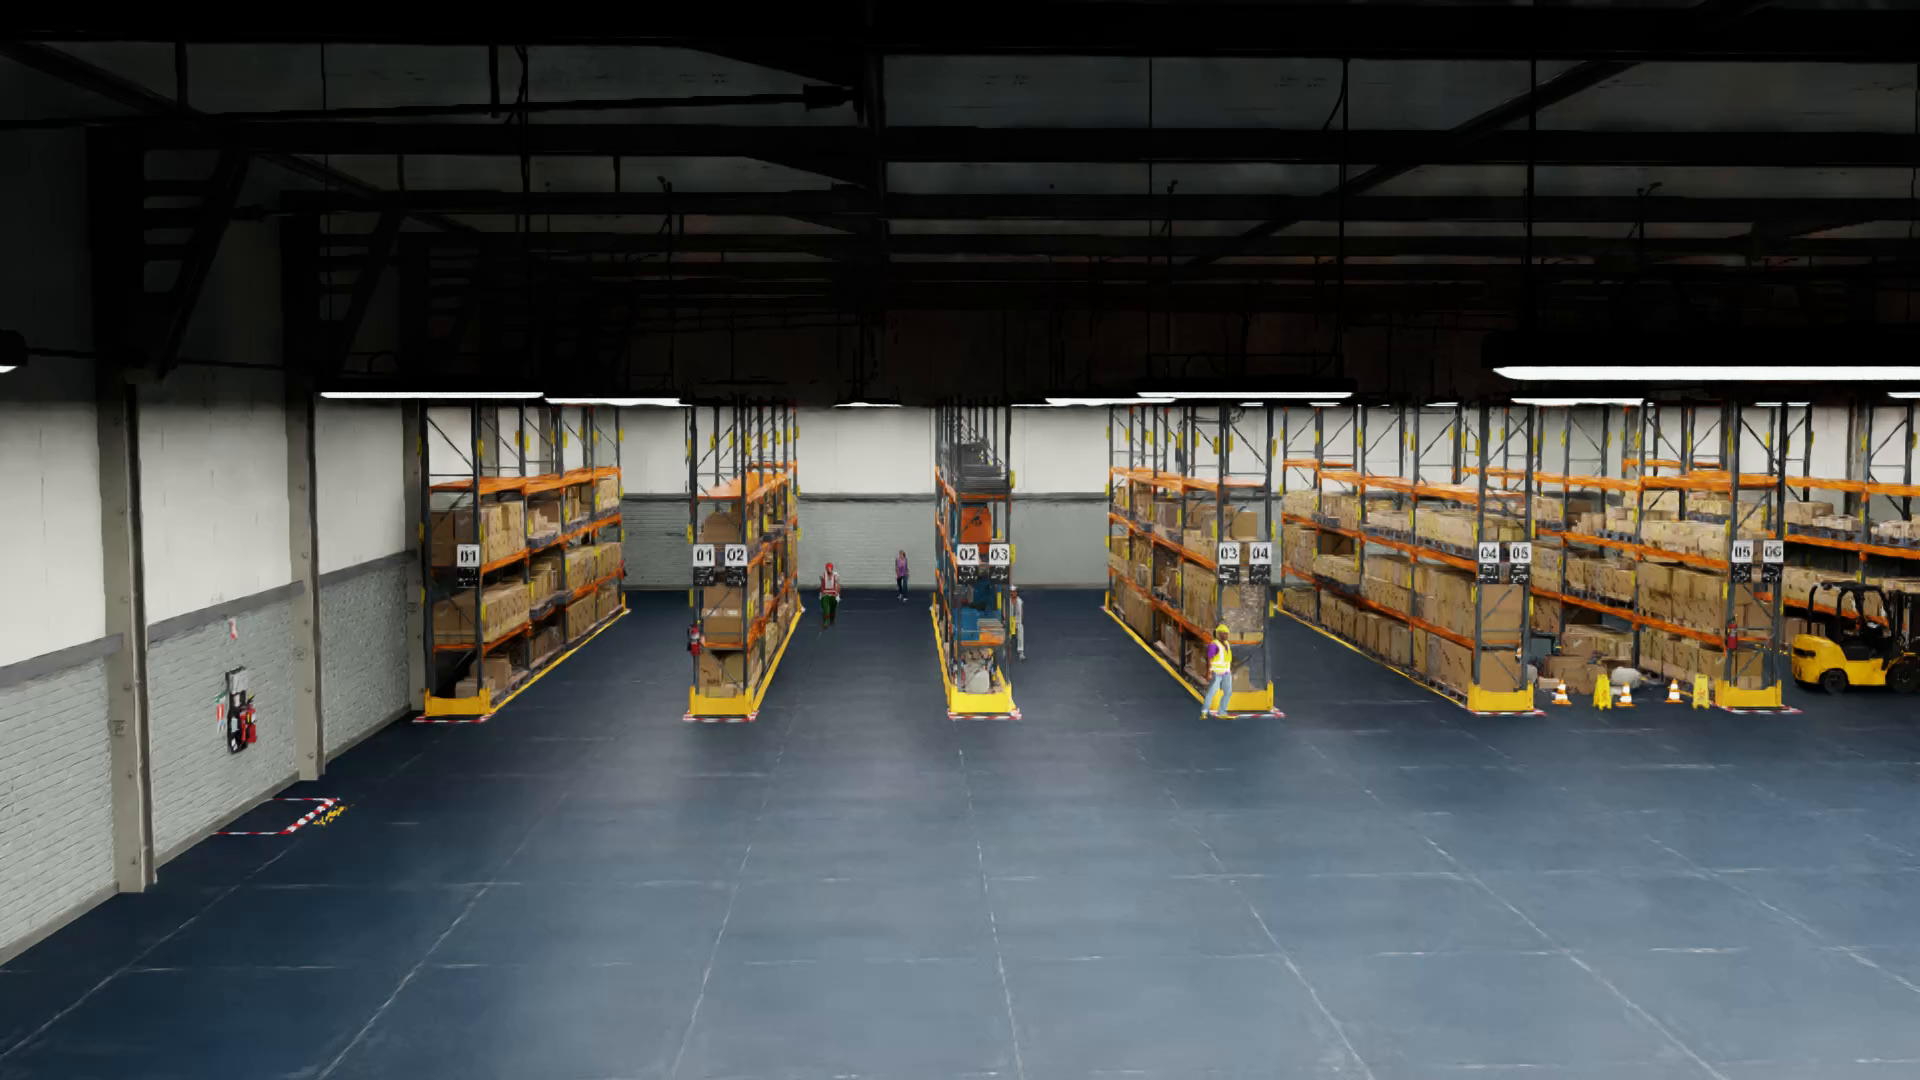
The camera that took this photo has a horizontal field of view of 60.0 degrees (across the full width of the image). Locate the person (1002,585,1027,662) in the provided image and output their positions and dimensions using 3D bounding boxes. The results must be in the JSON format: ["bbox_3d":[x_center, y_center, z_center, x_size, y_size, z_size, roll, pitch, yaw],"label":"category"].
[{"bbox_3d":[1.207,1.879,37.734,0.528,1.728,1.032,-1,5,-11],"label":"person"}]

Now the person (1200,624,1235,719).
[{"bbox_3d":[4.741,2.440,30.691,0.673,1.757,0.492,-4,6,-43],"label":"person"}]

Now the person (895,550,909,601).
[{"bbox_3d":[-1.748,1.039,49.723,0.417,1.517,1.036,0,4,1],"label":"person"}]

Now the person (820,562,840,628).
[{"bbox_3d":[-3.407,1.425,43.591,0.550,1.709,1.128,0,5,-5],"label":"person"}]
